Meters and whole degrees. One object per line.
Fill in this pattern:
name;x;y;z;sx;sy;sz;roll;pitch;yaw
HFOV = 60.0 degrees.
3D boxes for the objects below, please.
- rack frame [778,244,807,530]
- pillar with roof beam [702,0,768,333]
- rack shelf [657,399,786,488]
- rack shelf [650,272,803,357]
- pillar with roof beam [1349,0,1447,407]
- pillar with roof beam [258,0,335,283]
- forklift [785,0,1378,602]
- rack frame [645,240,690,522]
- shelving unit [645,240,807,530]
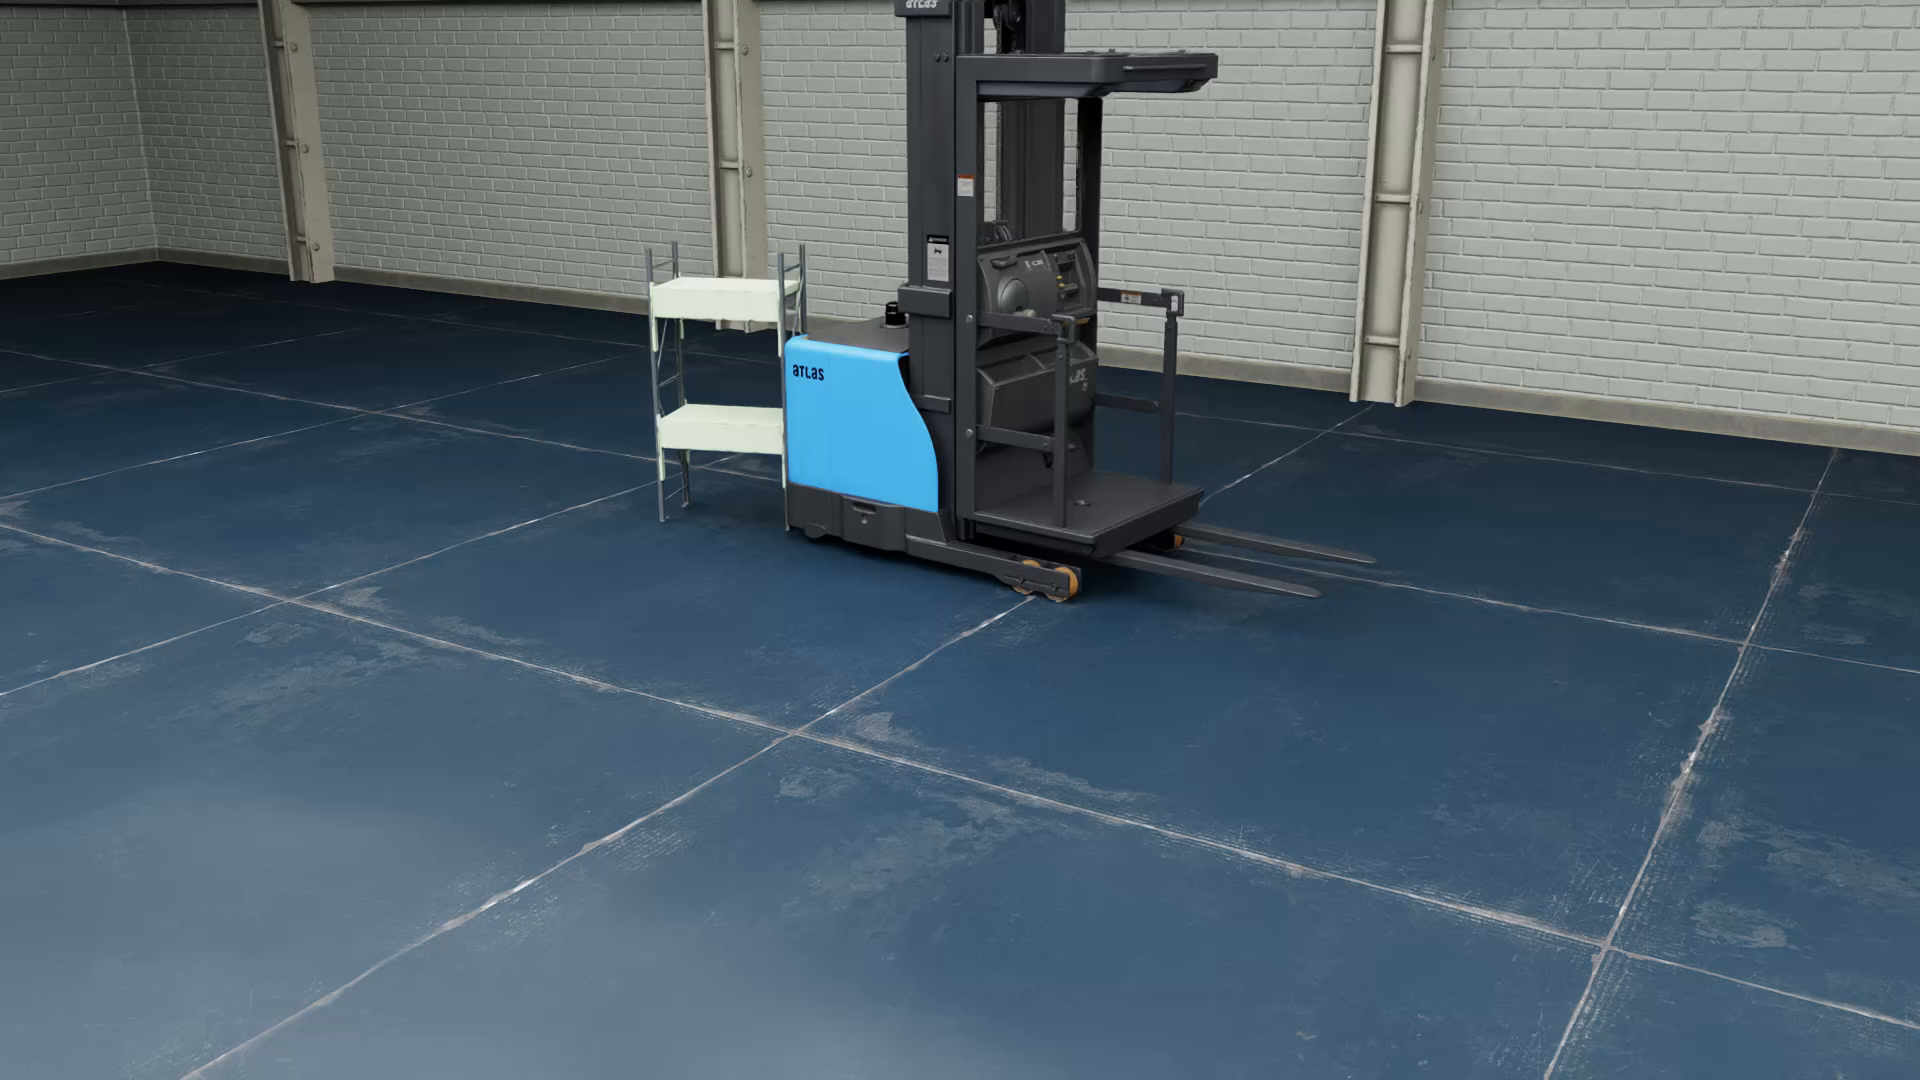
rack frame;-0.894;-0.828;9.027;0.023;1.500;0.400;4;17;12
pillar with roof beam;-4.250;-5.184;10.466;0.400;9.000;9.100;10;20;30
rack shelf;-1.251;-0.539;9.197;0.720;0.370;0.431;4;17;12
rack shelf;-1.251;-1.224;8.989;0.720;0.370;0.431;4;17;12
pillar with roof beam;0.863;-4.272;7.462;0.400;9.000;9.100;10;20;30
pillar with roof beam;-9.363;-6.097;13.471;0.400;9.000;9.100;10;20;30
forklift;0.554;-1.281;8.055;3.031;2.935;1.130;12;21;35
rack frame;-1.609;-0.874;9.178;0.023;1.500;0.400;4;17;12
shelving unit;-1.251;-0.851;9.102;0.755;1.500;0.431;4;17;12
